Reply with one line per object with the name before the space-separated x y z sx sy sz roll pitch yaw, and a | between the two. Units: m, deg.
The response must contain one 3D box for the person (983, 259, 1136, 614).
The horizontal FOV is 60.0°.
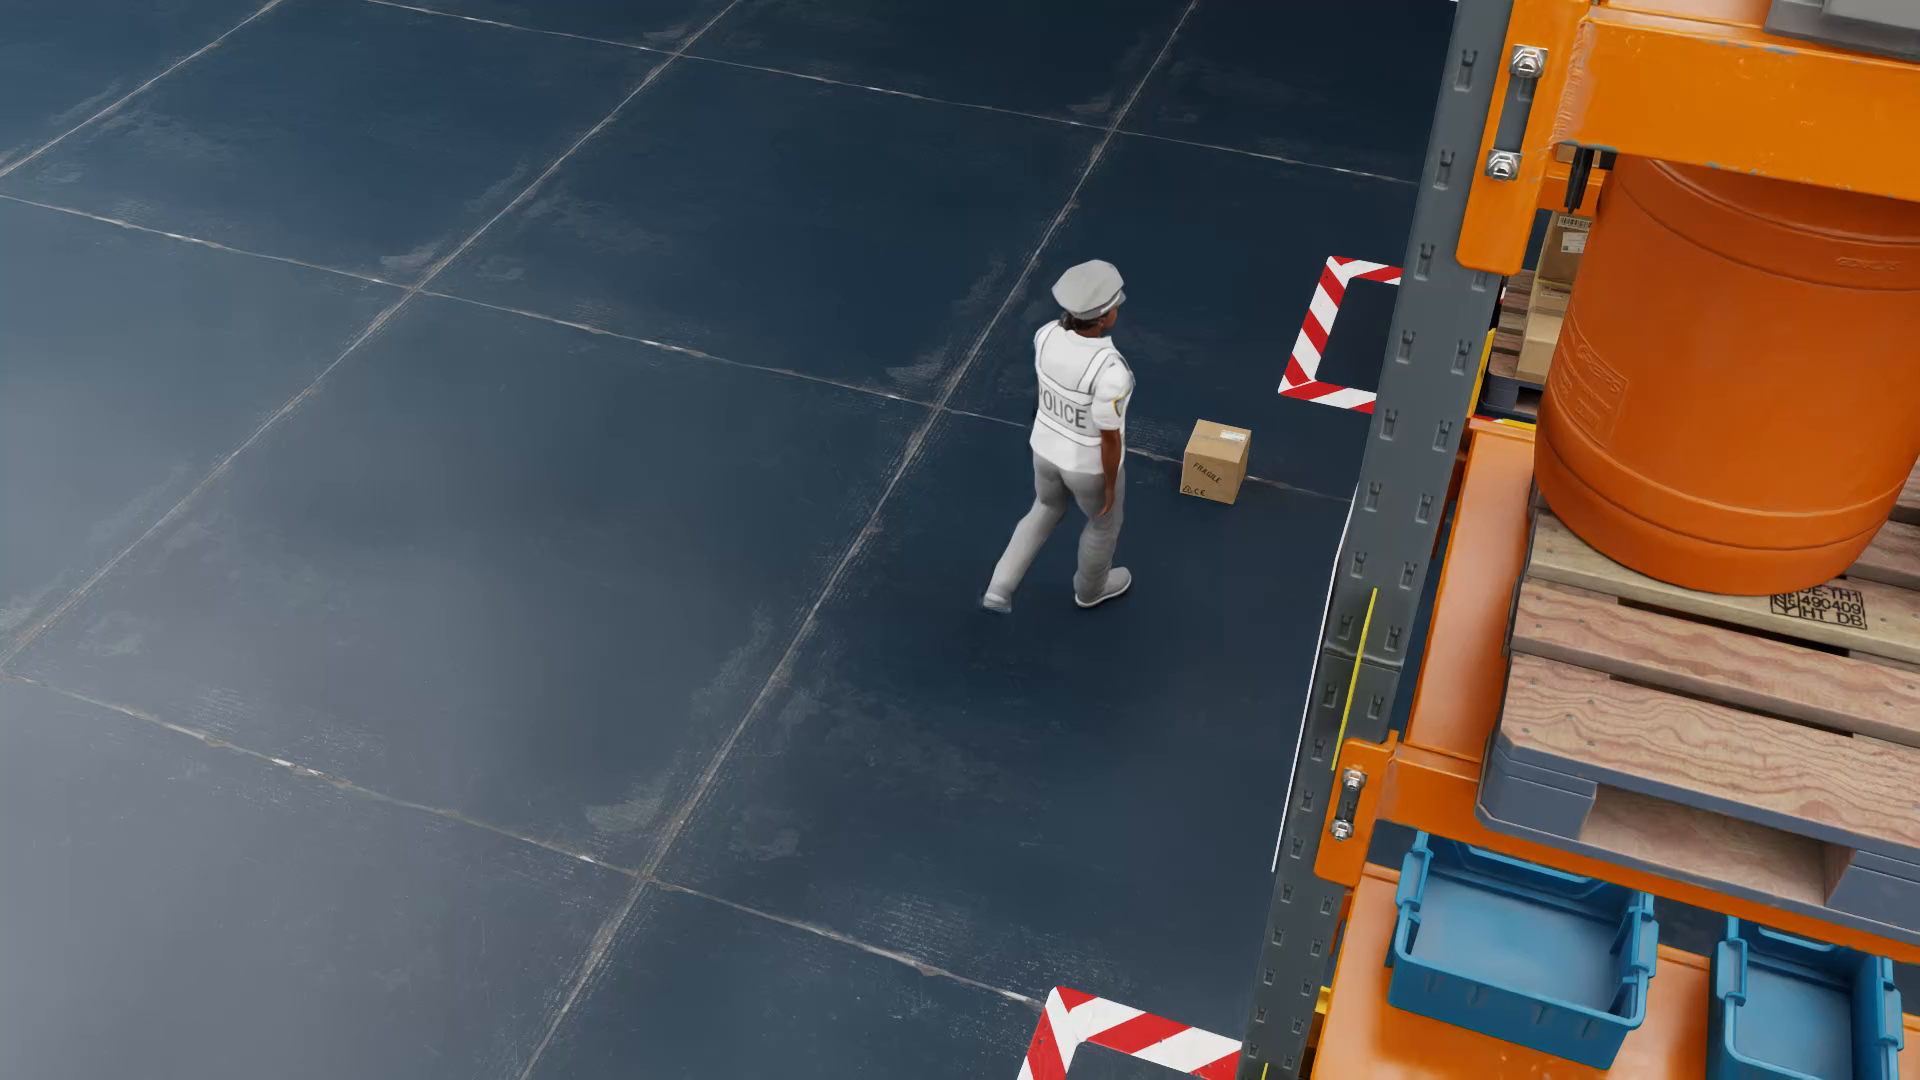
person | 0.436 -0.321 6.490 0.721 1.666 0.464 -31 50 -30
